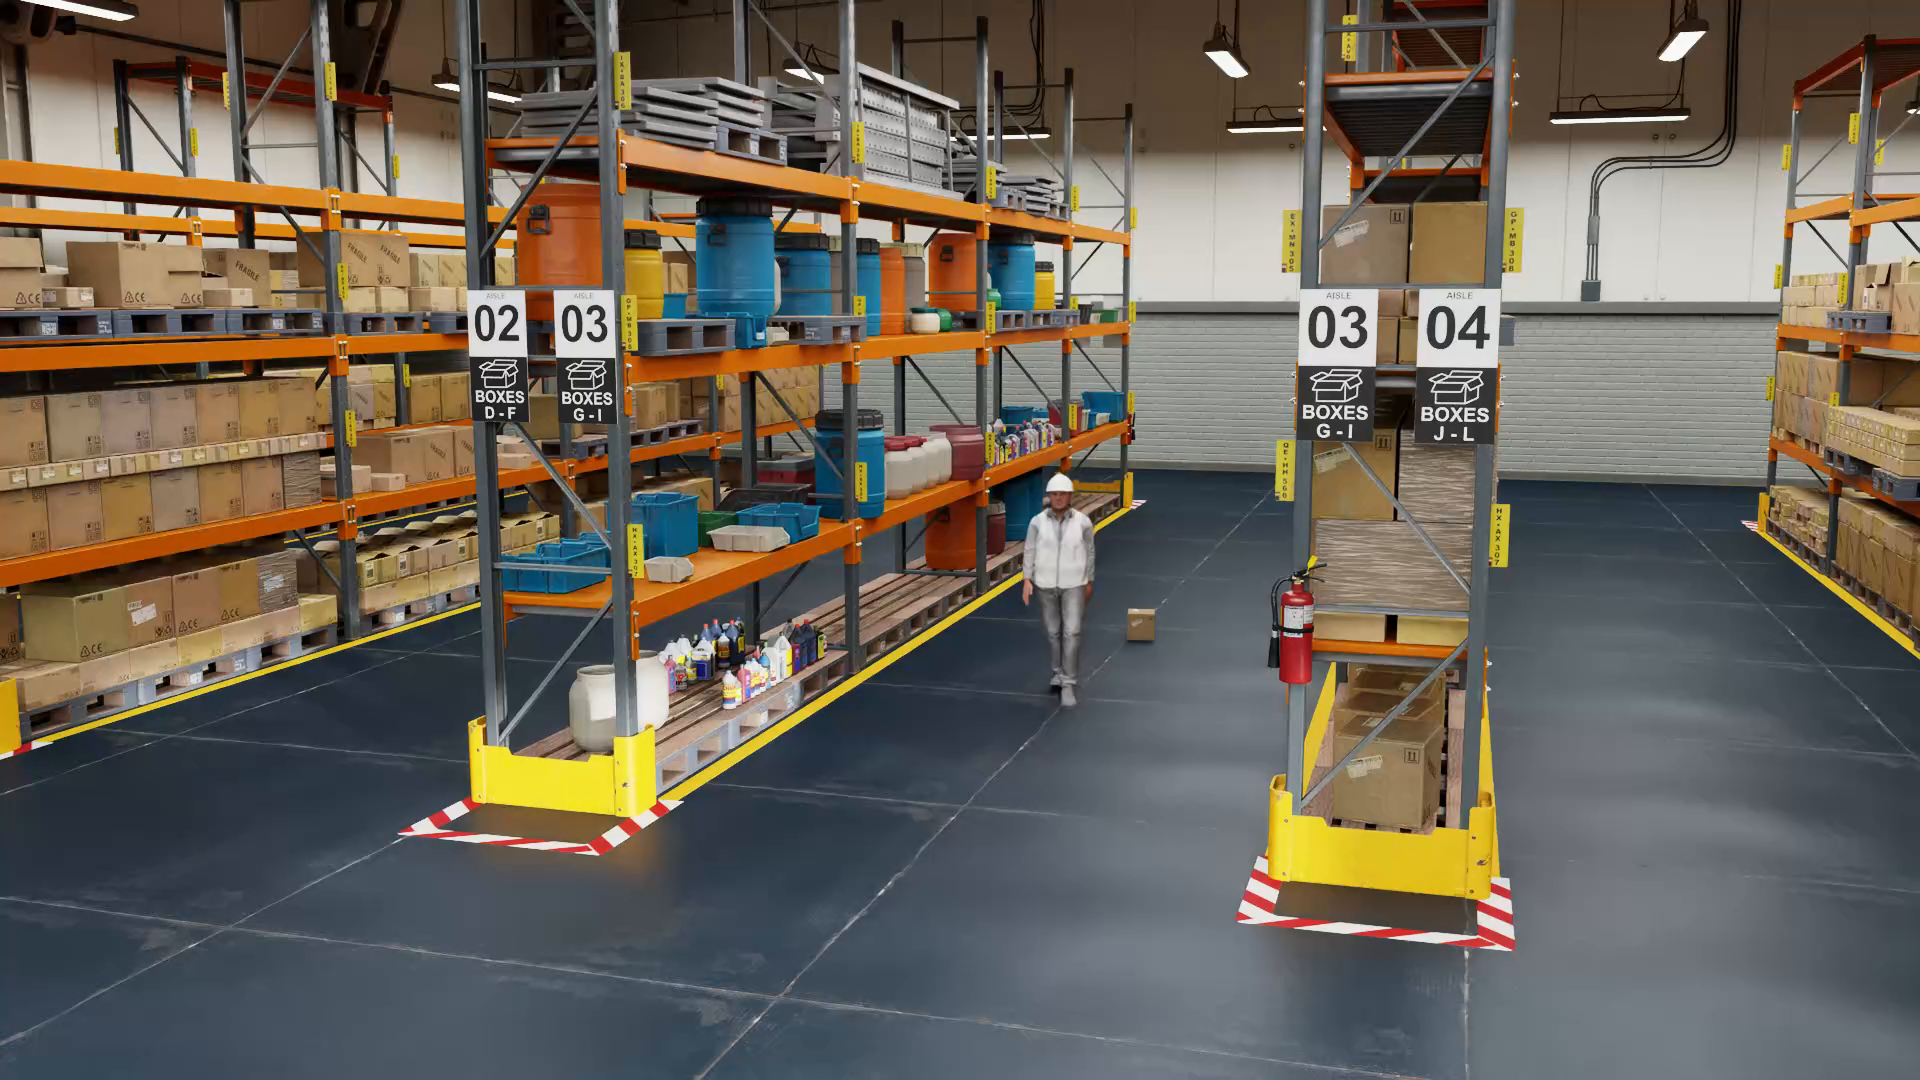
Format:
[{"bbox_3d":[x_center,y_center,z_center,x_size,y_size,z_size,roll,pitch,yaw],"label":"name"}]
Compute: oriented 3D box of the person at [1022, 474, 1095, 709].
[{"bbox_3d":[0.771,0.373,13.190,0.560,1.781,0.863,2,8,11],"label":"person"}]
